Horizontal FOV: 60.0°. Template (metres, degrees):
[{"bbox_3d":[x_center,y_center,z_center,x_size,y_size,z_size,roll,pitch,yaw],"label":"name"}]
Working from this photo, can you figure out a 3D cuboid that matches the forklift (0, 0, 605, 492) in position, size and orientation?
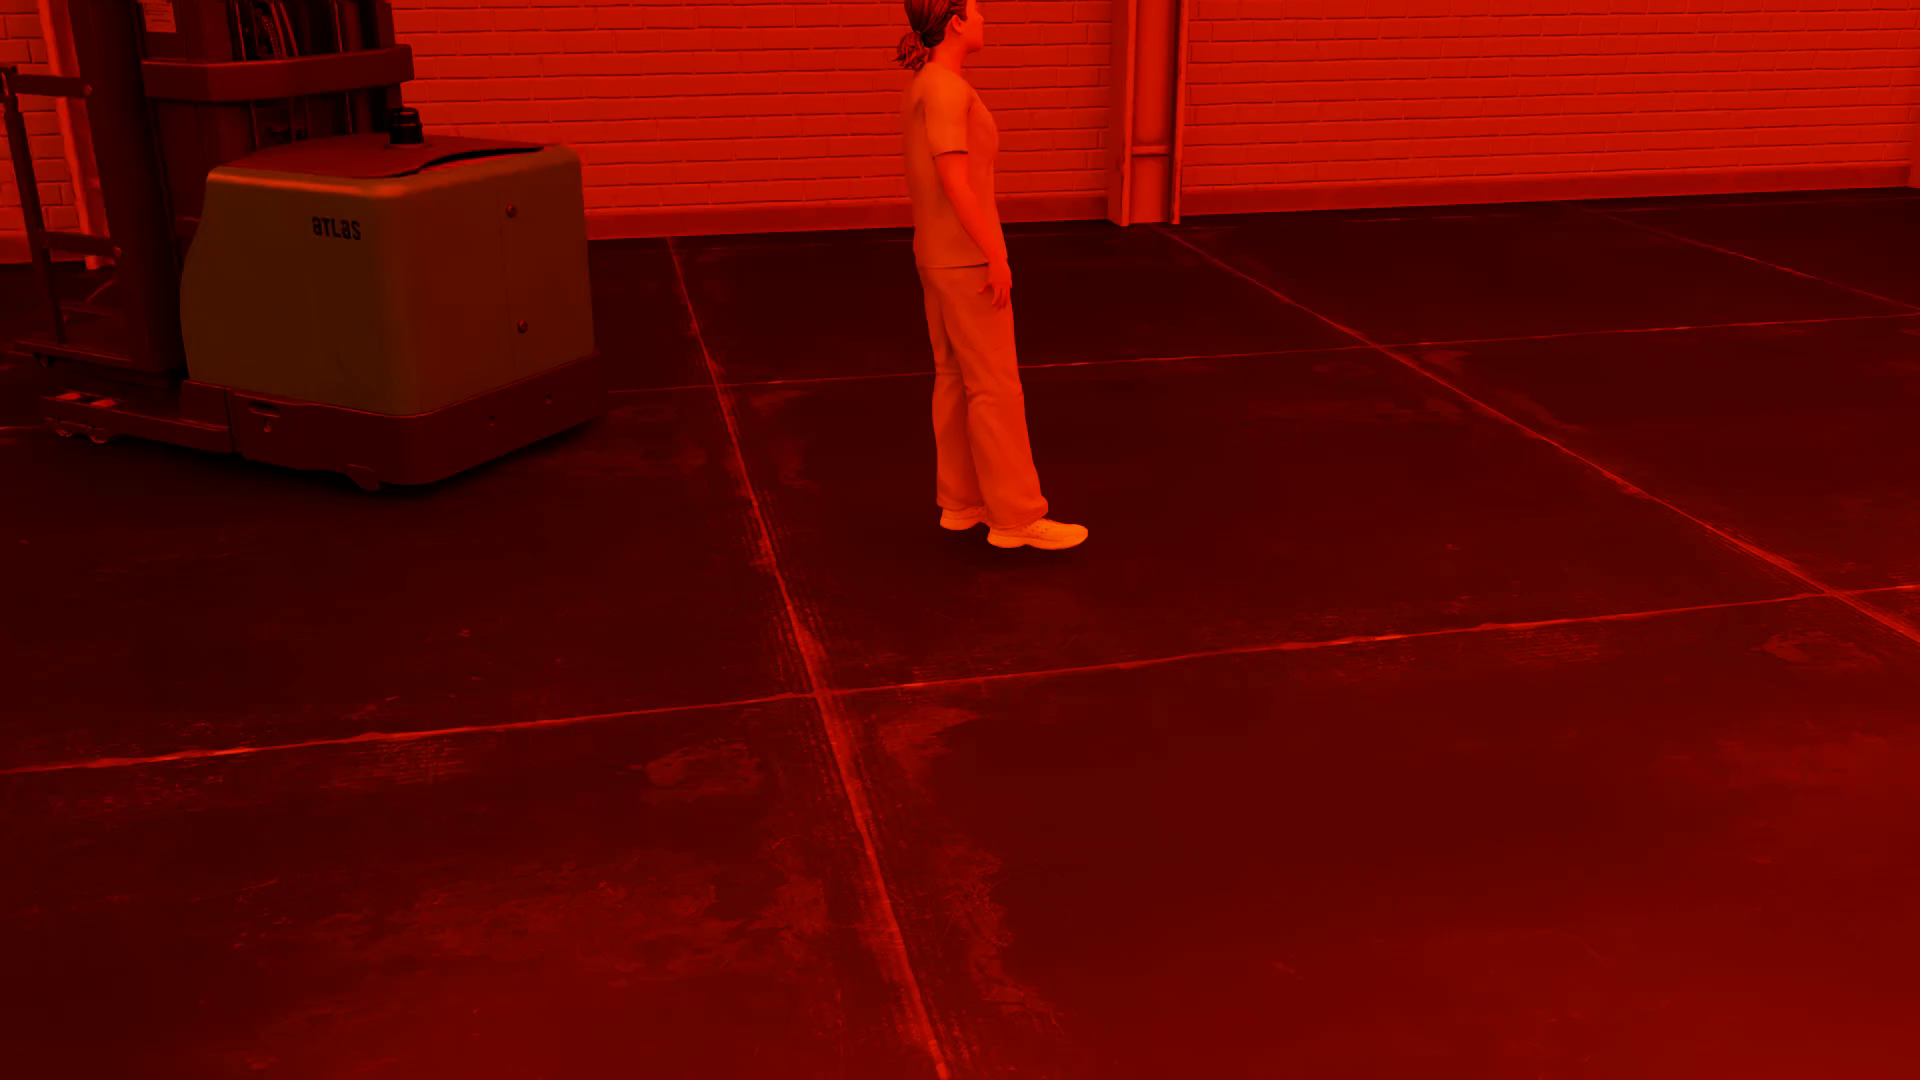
[{"bbox_3d":[-2.912,-1.885,6.124,3.031,2.935,1.130,10,23,25],"label":"forklift"}]

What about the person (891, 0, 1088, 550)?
[{"bbox_3d":[0.075,-0.828,4.985,0.548,1.674,0.548,-5,21,-12],"label":"person"}]
